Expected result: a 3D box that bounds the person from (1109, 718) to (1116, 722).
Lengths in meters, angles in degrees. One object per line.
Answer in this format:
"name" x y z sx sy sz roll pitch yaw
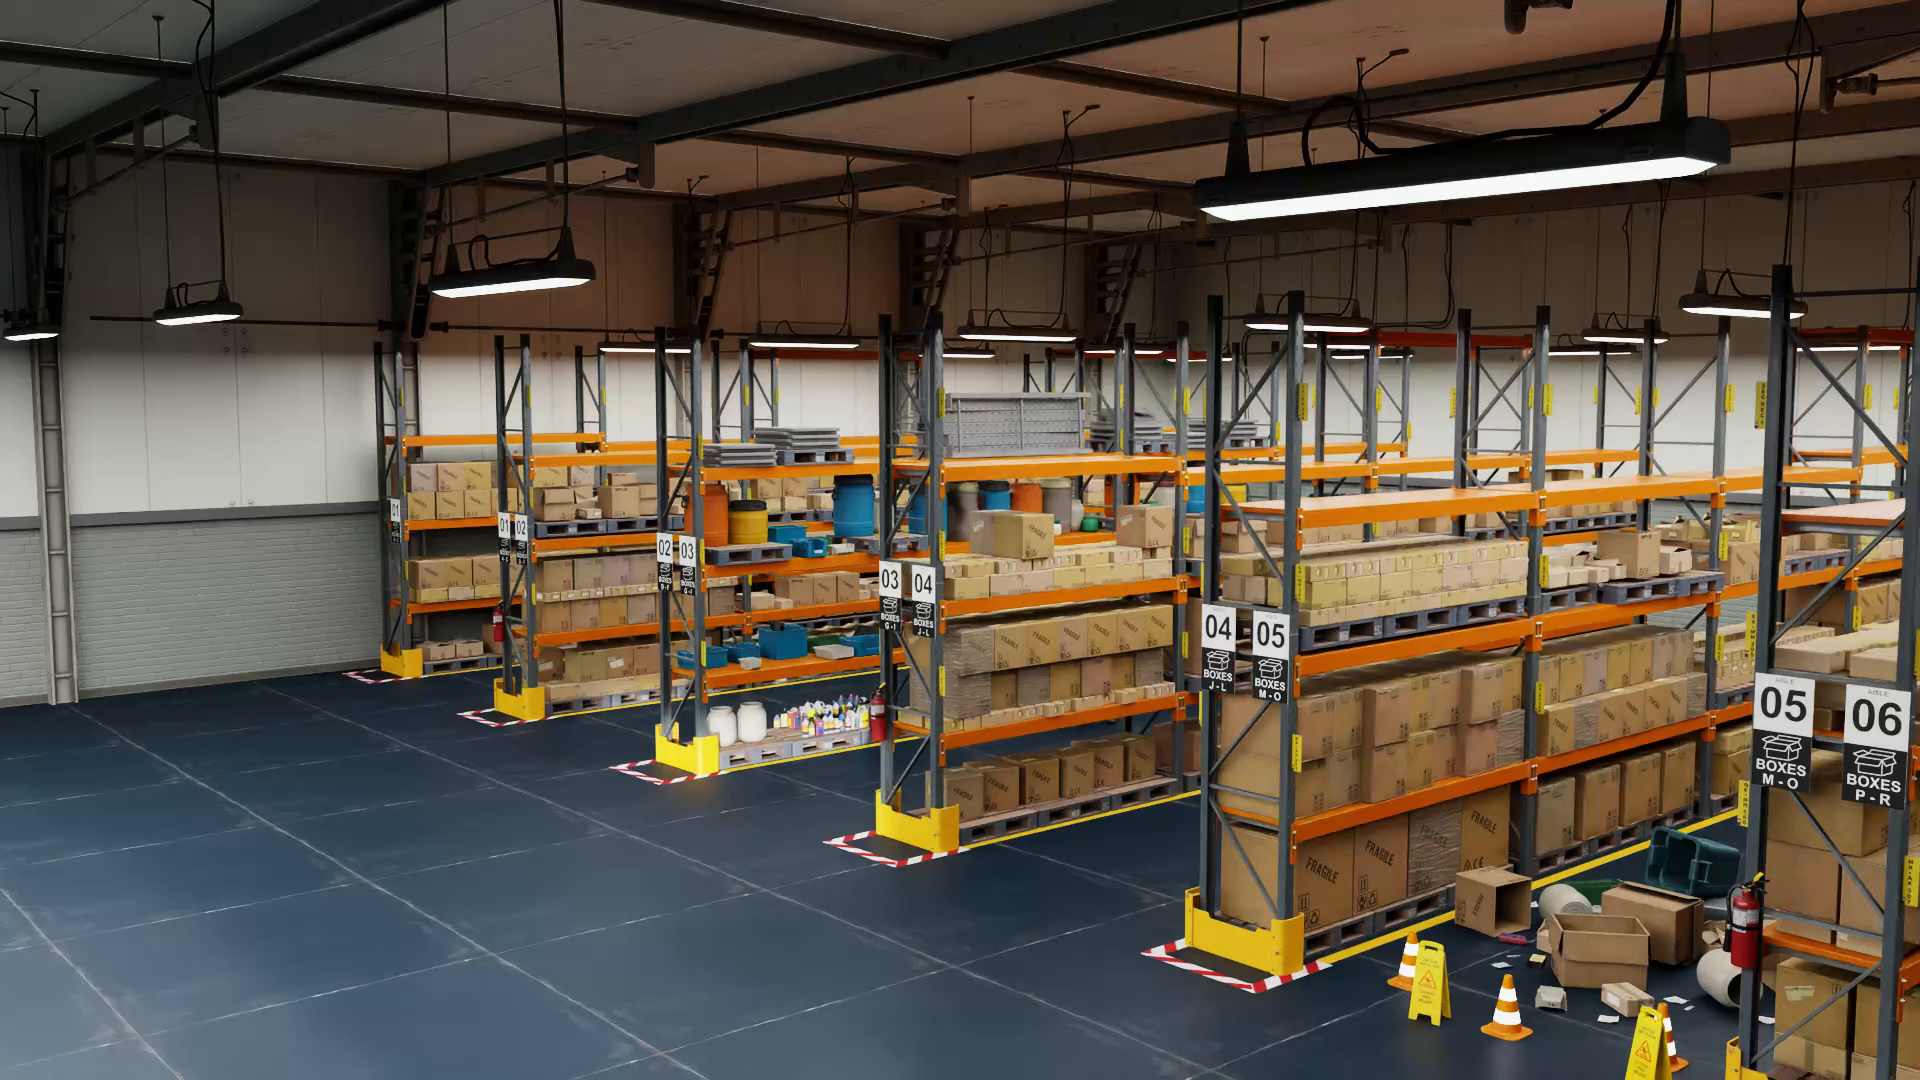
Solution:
"person" 2.158 1.920 25.749 0.633 1.768 0.625 4 7 38
